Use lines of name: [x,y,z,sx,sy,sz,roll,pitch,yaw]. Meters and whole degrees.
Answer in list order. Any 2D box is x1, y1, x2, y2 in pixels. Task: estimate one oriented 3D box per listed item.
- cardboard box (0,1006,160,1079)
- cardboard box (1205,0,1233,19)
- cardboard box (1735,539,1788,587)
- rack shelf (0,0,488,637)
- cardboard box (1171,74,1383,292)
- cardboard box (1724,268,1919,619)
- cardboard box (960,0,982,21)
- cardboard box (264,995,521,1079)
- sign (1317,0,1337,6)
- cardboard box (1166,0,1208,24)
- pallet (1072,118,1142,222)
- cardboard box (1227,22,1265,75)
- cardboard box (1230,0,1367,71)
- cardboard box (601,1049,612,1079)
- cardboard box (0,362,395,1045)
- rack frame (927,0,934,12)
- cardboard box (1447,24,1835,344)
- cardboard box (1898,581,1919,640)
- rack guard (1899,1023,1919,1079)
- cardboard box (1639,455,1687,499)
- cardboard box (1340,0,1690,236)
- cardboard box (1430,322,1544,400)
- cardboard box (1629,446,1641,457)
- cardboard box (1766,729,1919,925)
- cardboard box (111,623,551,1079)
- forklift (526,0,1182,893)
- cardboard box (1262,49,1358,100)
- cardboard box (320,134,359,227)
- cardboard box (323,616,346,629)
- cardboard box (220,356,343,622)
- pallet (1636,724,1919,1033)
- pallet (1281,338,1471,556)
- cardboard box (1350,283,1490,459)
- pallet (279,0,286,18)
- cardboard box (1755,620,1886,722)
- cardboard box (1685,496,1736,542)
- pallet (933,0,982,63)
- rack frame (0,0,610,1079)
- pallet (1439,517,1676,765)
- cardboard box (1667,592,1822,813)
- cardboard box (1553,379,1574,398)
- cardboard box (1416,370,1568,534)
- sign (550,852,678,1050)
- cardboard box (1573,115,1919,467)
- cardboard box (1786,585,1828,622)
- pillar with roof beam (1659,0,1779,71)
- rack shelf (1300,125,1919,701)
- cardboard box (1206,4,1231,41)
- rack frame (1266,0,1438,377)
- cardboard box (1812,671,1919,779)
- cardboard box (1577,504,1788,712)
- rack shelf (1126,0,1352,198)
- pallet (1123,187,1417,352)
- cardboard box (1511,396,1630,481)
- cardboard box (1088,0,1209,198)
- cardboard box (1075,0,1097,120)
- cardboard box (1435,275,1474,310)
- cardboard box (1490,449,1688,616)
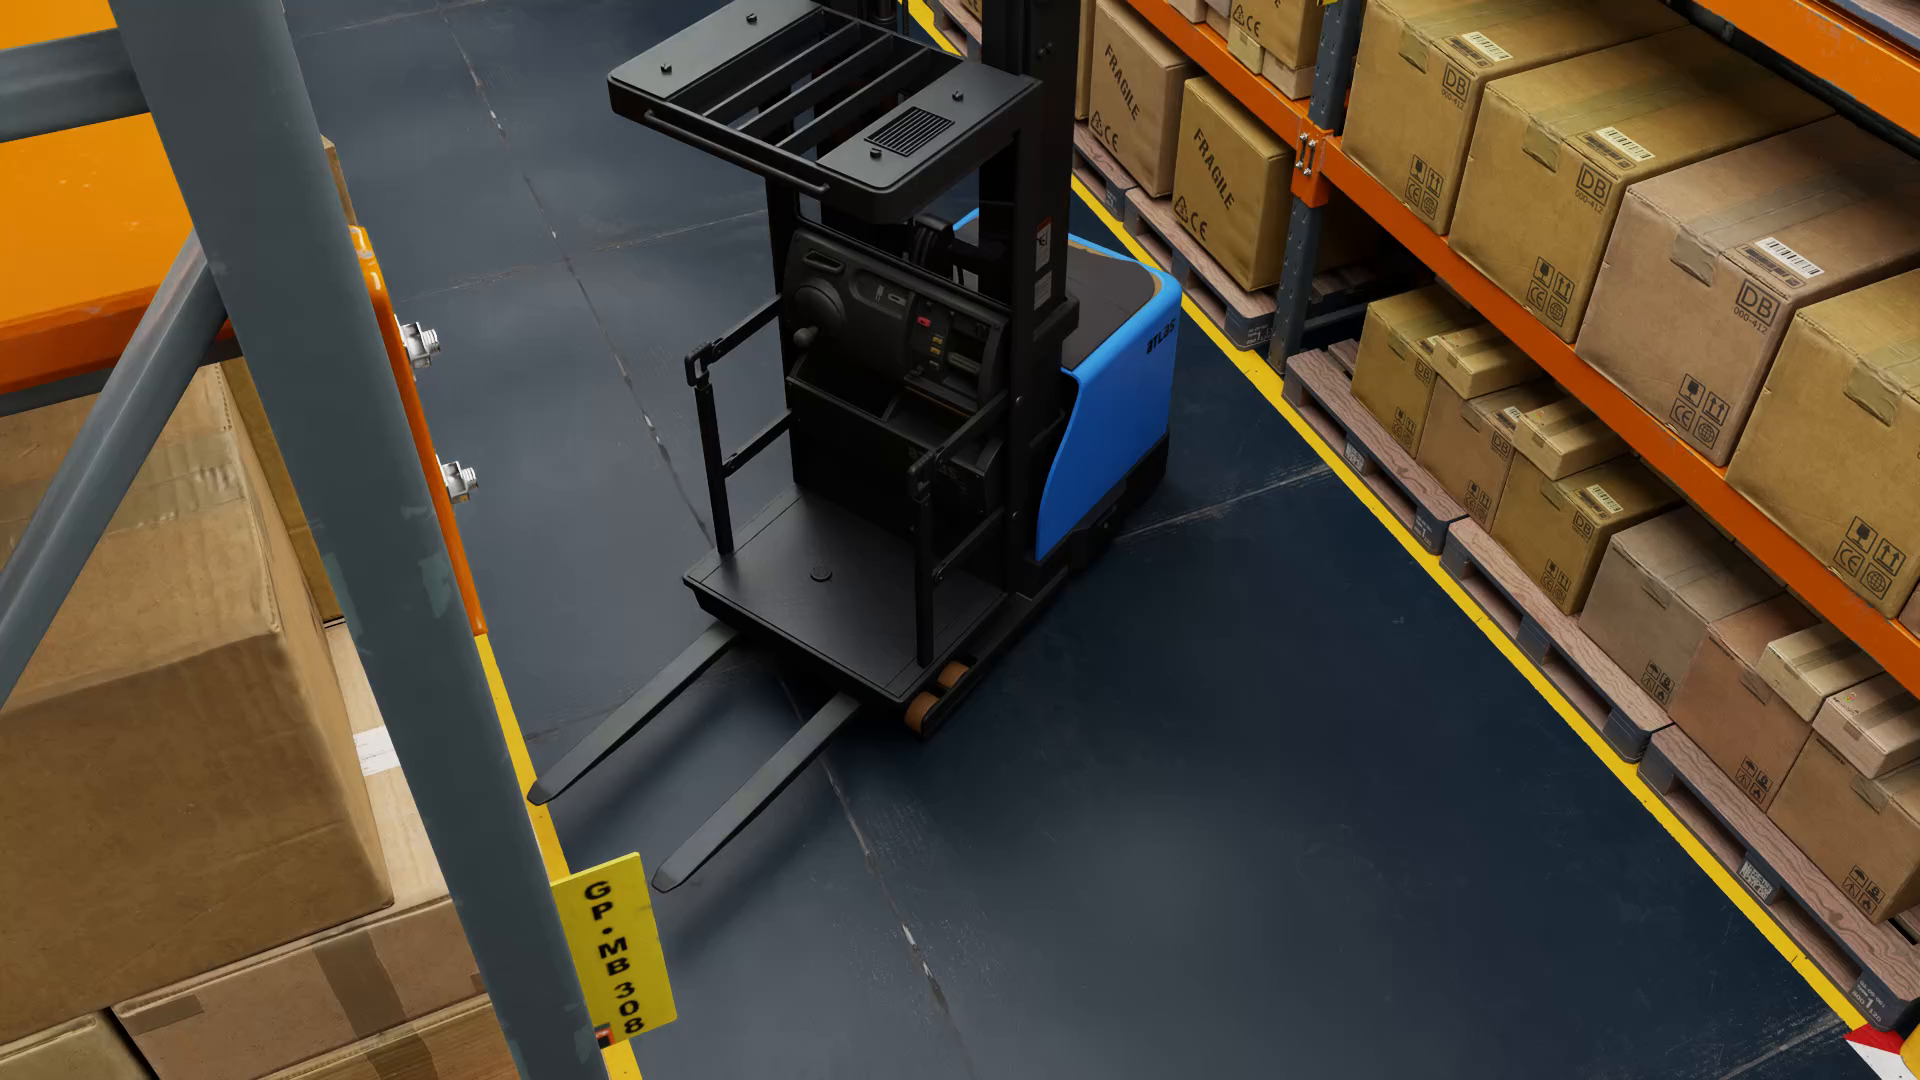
cardboard box: [-1.308,0.540,2.051,0.500,0.250,0.500,-18,47,-17]
cardboard box: [1.304,-2.720,7.443,0.500,0.500,0.500,-18,47,-17]
cardboard box: [3.055,-0.011,6.014,0.380,0.149,0.250,-17,47,-17]
rack shelf: [-1.702,-1.168,2.410,1.077,0.370,4.000,-18,47,-17]
cardboard box: [1.559,-1.790,8.029,0.750,0.750,0.750,-18,47,-17]
cardboard box: [3.092,-0.370,5.145,0.980,0.700,0.700,-18,48,-18]
cardboard box: [0.458,-3.456,9.717,0.750,0.750,0.750,-19,48,-18]
cardboard box: [-0.846,0.568,2.379,0.500,0.250,0.500,-18,47,-17]
sign: [1.462,-2.247,6.493,0.100,0.325,0.005,-18,47,-17]
cardboard box: [1.191,-2.563,7.745,0.380,0.149,0.250,-18,47,-17]
pallet: [1.040,-2.285,9.285,1.003,0.211,1.213,-18,47,-17]
cardboard box: [1.423,-2.233,7.411,0.380,0.149,0.250,-17,47,-17]
cardboard box: [1.527,-2.398,7.116,0.500,0.500,0.500,-19,48,-18]
cardboard box: [-0.808,1.232,2.951,0.500,0.500,0.500,-17,47,-16]
cardboard box: [-1.092,0.203,1.859,0.700,0.500,0.500,-18,47,-17]
rack frame: [0.268,-4.579,9.624,1.000,3.000,0.127,-18,47,-17]
cardboard box: [2.465,-1.319,6.107,0.980,0.700,0.700,-19,48,-18]
cardboard box: [3.408,0.090,4.678,0.980,0.700,0.700,-16,47,-16]
rack guard: [3.642,1.424,5.319,1.175,0.500,0.348,-18,47,-17]
cardboard box: [2.840,-0.336,6.343,0.380,0.149,0.250,-19,48,-18]
cardboard box: [2.163,-1.786,6.580,0.980,0.700,0.700,-17,47,-17]
cardboard box: [2.150,-0.741,6.754,0.380,0.149,0.250,-17,47,-16]
cardboard box: [2.731,-0.500,6.509,0.380,0.149,0.250,-18,47,-17]
cardboard box: [3.247,0.843,5.610,0.700,0.500,0.500,-18,47,-17]
cardboard box: [-0.841,0.388,2.205,0.500,0.250,0.500,-18,47,-17]
forklift: [-0.370,-0.690,5.732,1.130,2.935,3.031,27,51,25]
cardboard box: [1.551,-2.079,7.255,0.380,0.149,0.250,-18,47,-17]
cardboard box: [-2.539,-1.118,5.746,0.700,0.500,0.500,-34,54,-30]
cardboard box: [-1.045,0.067,2.530,0.500,0.250,0.500,-18,47,-17]
cardboard box: [-1.225,-0.141,2.207,0.700,0.500,0.500,-18,47,-17]
pallet: [3.225,1.025,5.929,1.003,0.211,1.213,-18,47,-17]
pallet: [2.199,-0.530,7.505,1.003,0.211,1.213,-18,47,-17]
cardboard box: [2.171,-0.783,7.257,0.700,0.500,0.500,-17,47,-17]
pallet: [-3.876,-2.634,7.789,1.213,0.211,1.003,-18,47,-17]
cardboard box: [2.919,0.421,5.575,0.380,0.149,0.250,-17,47,-16]
cardboard box: [2.946,-0.175,6.179,0.380,0.149,0.250,-18,47,-17]
pallet: [0.531,-3.062,10.071,1.003,0.211,1.213,-18,47,-17]
rack frame: [-0.858,-0.152,0.866,0.949,2.616,0.053,-18,47,-17]
pallet: [2.716,0.249,6.716,1.003,0.211,1.213,-18,47,-17]
cardboard box: [3.036,0.524,5.933,0.700,0.500,0.500,-18,47,-18]
cardboard box: [2.625,-0.662,6.673,0.380,0.149,0.250,-19,48,-19]
cardboard box: [2.380,-0.462,6.932,0.700,0.500,0.500,-18,48,-18]
sign: [-0.369,0.445,1.774,0.100,0.325,0.005,-18,47,-17]
cardboard box: [2.780,-0.859,5.640,0.980,0.700,0.700,-20,48,-19]
cardboard box: [3.162,0.150,5.850,0.380,0.149,0.250,-18,47,-17]
pillar with roof beam: [-0.877,-2.703,3.452,9.100,9.000,0.400,-18,47,-17]
rack shelf: [2.791,-0.499,6.001,1.077,0.370,4.000,-18,47,-17]
cardboard box: [1.356,-2.412,7.592,0.380,0.149,0.250,-17,47,-16]
rack frame: [1.950,-2.030,7.040,1.000,3.000,0.127,-18,47,-17]
cardboard box: [3.028,0.584,5.410,0.380,0.149,0.250,-19,48,-18]
cardboard box: [2.824,0.204,6.257,0.700,0.500,0.500,-19,48,-19]
rack shelf: [1.109,-3.048,8.585,1.077,0.370,4.000,-18,47,-17]
pallet: [1.557,-1.507,8.496,1.003,0.211,1.213,-18,47,-17]
cardboard box: [2.370,-0.409,6.416,0.380,0.149,0.250,-19,48,-19]
cardboard box: [1.182,-2.355,8.602,0.750,0.750,0.750,-17,47,-16]
cardboard box: [0.821,-2.896,9.149,0.750,0.750,0.750,-18,47,-18]
cardboard box: [2.291,-1.165,7.182,0.380,0.149,0.250,-18,47,-18]
cardboard box: [2.594,-0.134,6.600,0.700,0.500,0.500,-17,47,-16]
